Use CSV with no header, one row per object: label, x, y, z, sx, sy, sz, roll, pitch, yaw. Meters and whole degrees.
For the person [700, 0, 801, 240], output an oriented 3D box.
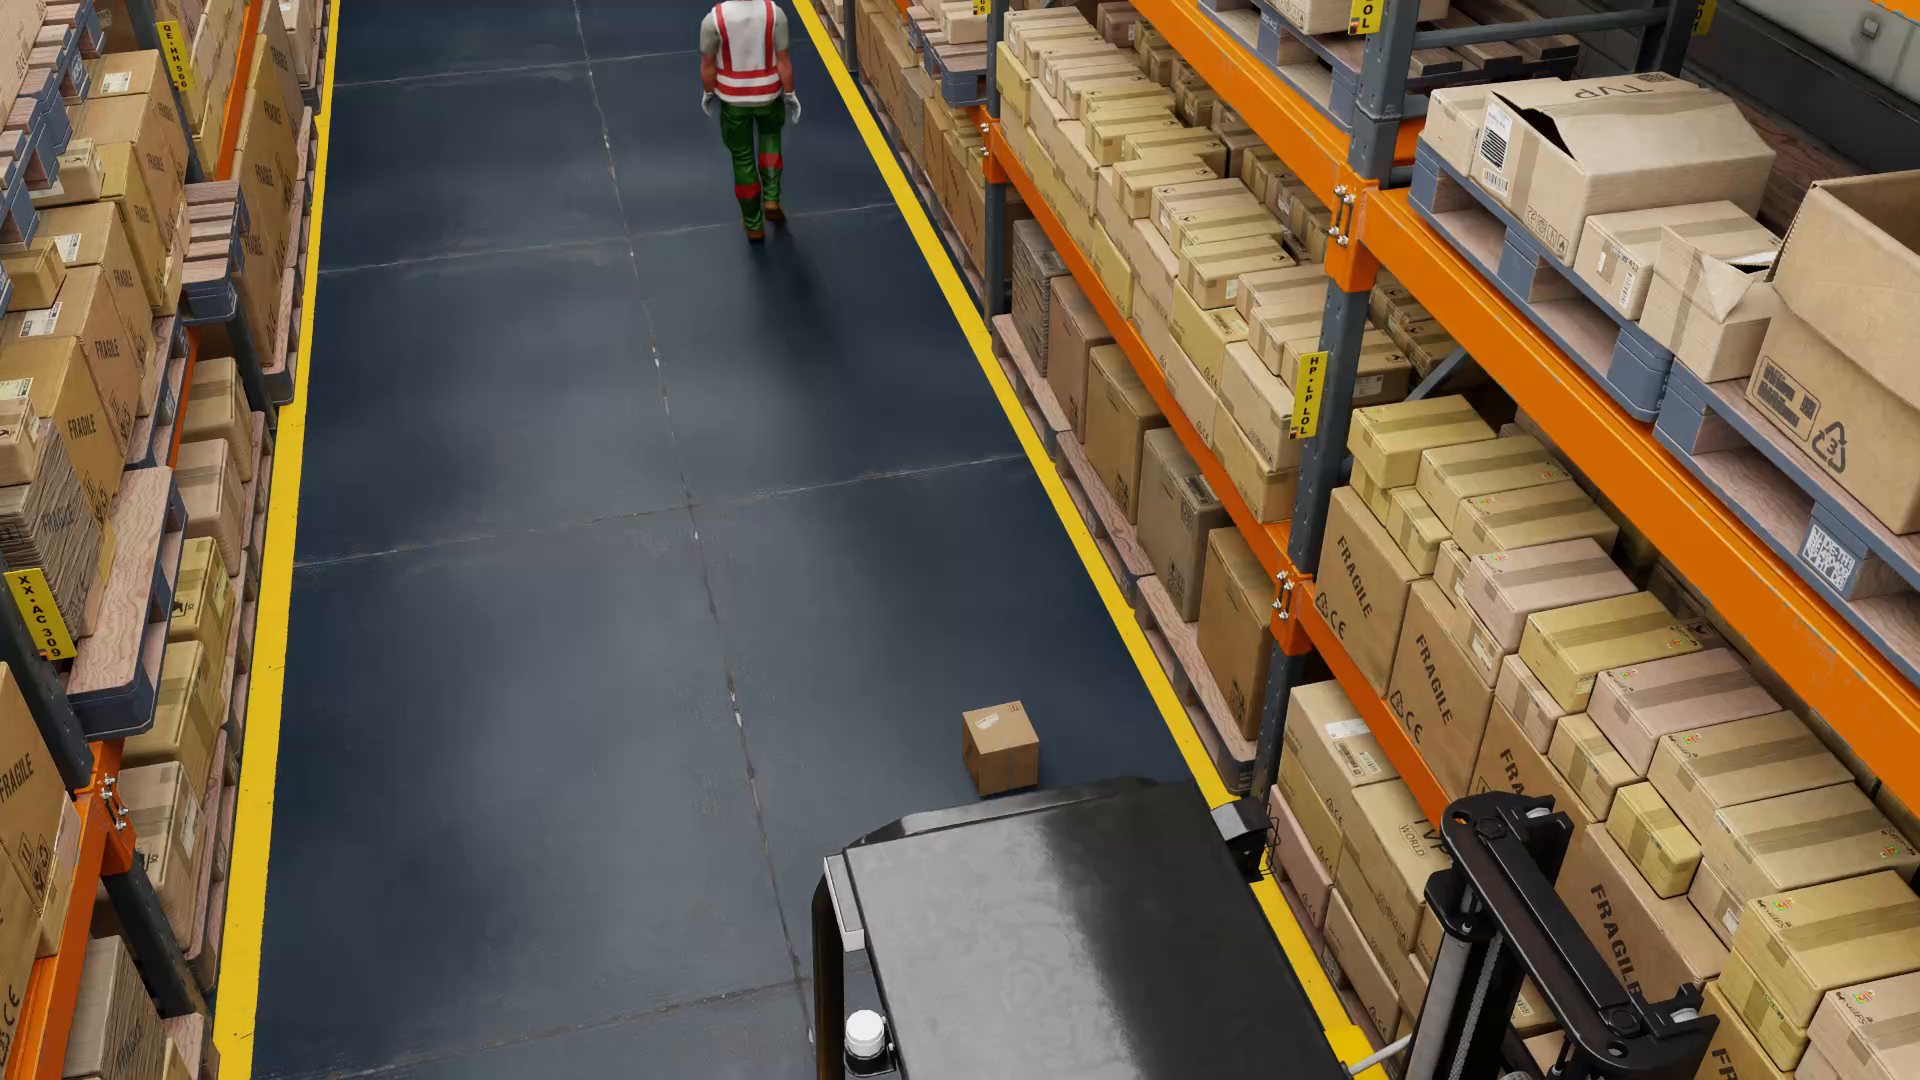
person,-1.294,-2.732,10.192,0.583,1.810,0.477,-9,39,-12
